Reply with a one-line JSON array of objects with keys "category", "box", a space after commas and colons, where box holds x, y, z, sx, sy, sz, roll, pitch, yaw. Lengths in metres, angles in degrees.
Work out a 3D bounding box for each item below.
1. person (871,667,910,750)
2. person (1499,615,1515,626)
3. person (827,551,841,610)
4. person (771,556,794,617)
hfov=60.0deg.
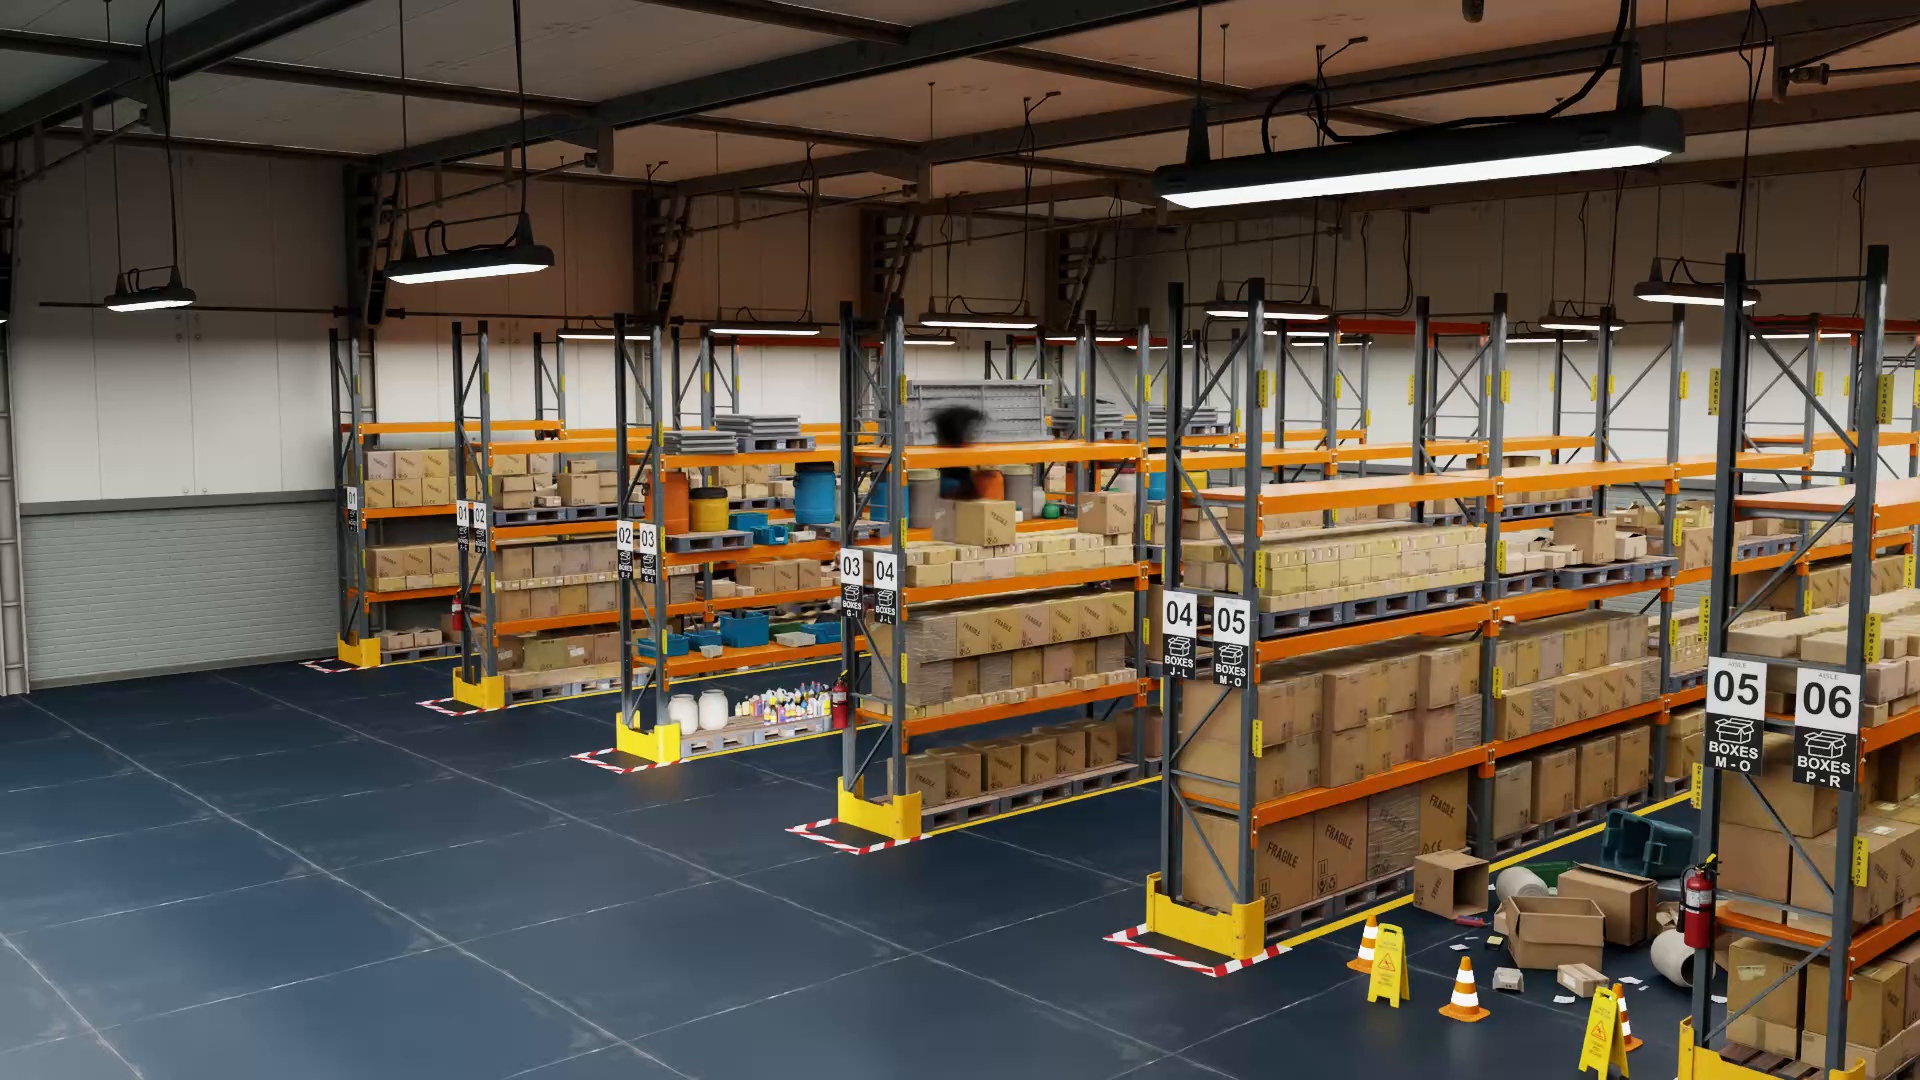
[{"category": "person", "box": [-0.884, 2.067, 22.506, 0.665, 1.779, 0.848, 3, 6, 26]}, {"category": "person", "box": [7.800, 1.932, 23.886, 0.667, 1.788, 0.721, 5, 7, 39]}, {"category": "person", "box": [-2.336, 1.058, 33.096, 0.728, 1.722, 0.721, 4, 7, 36]}, {"category": "person", "box": [-3.550, 1.071, 33.340, 0.669, 1.613, 0.801, 4, 7, 32]}]
